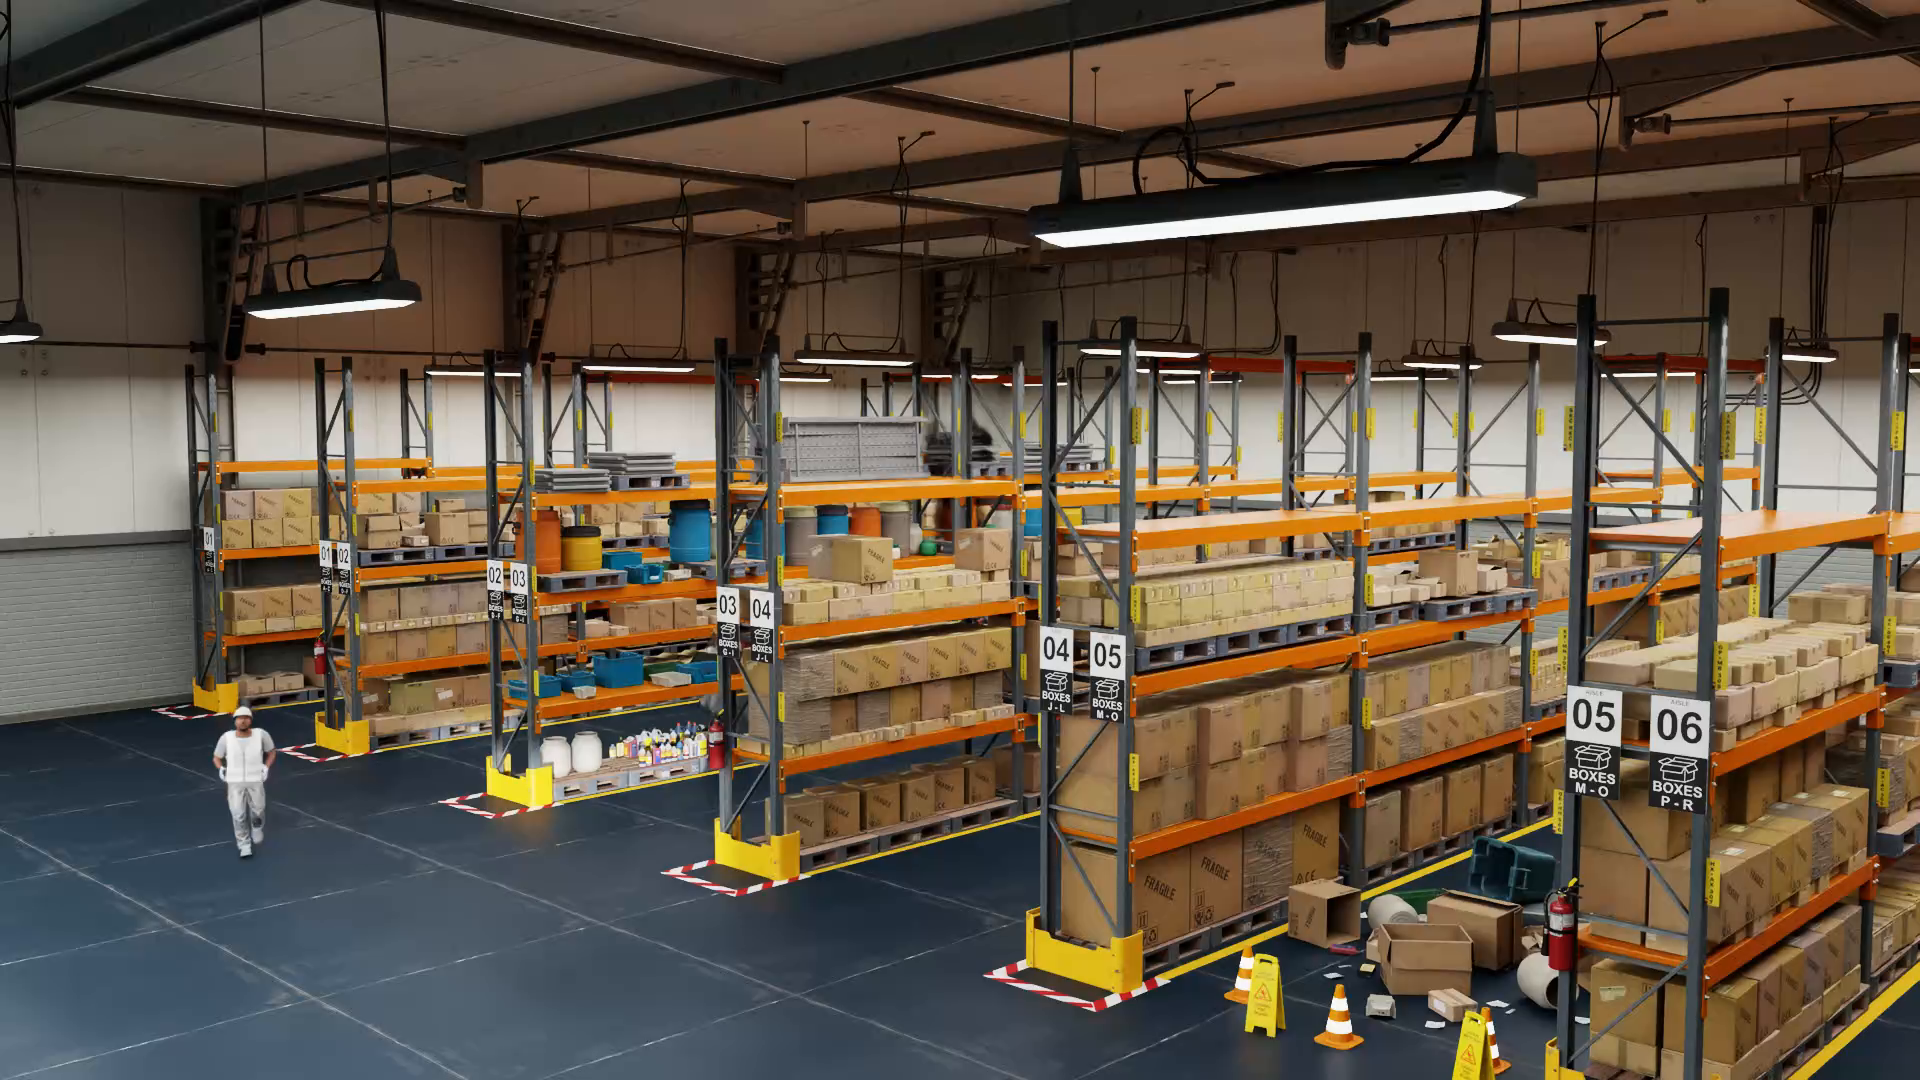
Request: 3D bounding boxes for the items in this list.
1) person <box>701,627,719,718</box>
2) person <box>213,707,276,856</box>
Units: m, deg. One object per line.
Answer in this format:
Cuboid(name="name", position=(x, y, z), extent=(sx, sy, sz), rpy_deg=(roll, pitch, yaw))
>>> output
Cuboid(name="person", position=(-3.920, 2.252, 26.859), extent=(0.658, 1.726, 0.582), rpy_deg=(3, 5, 37))
Cuboid(name="person", position=(-8.340, 2.813, 19.396), extent=(0.678, 1.733, 0.572), rpy_deg=(-2, 5, -21))
